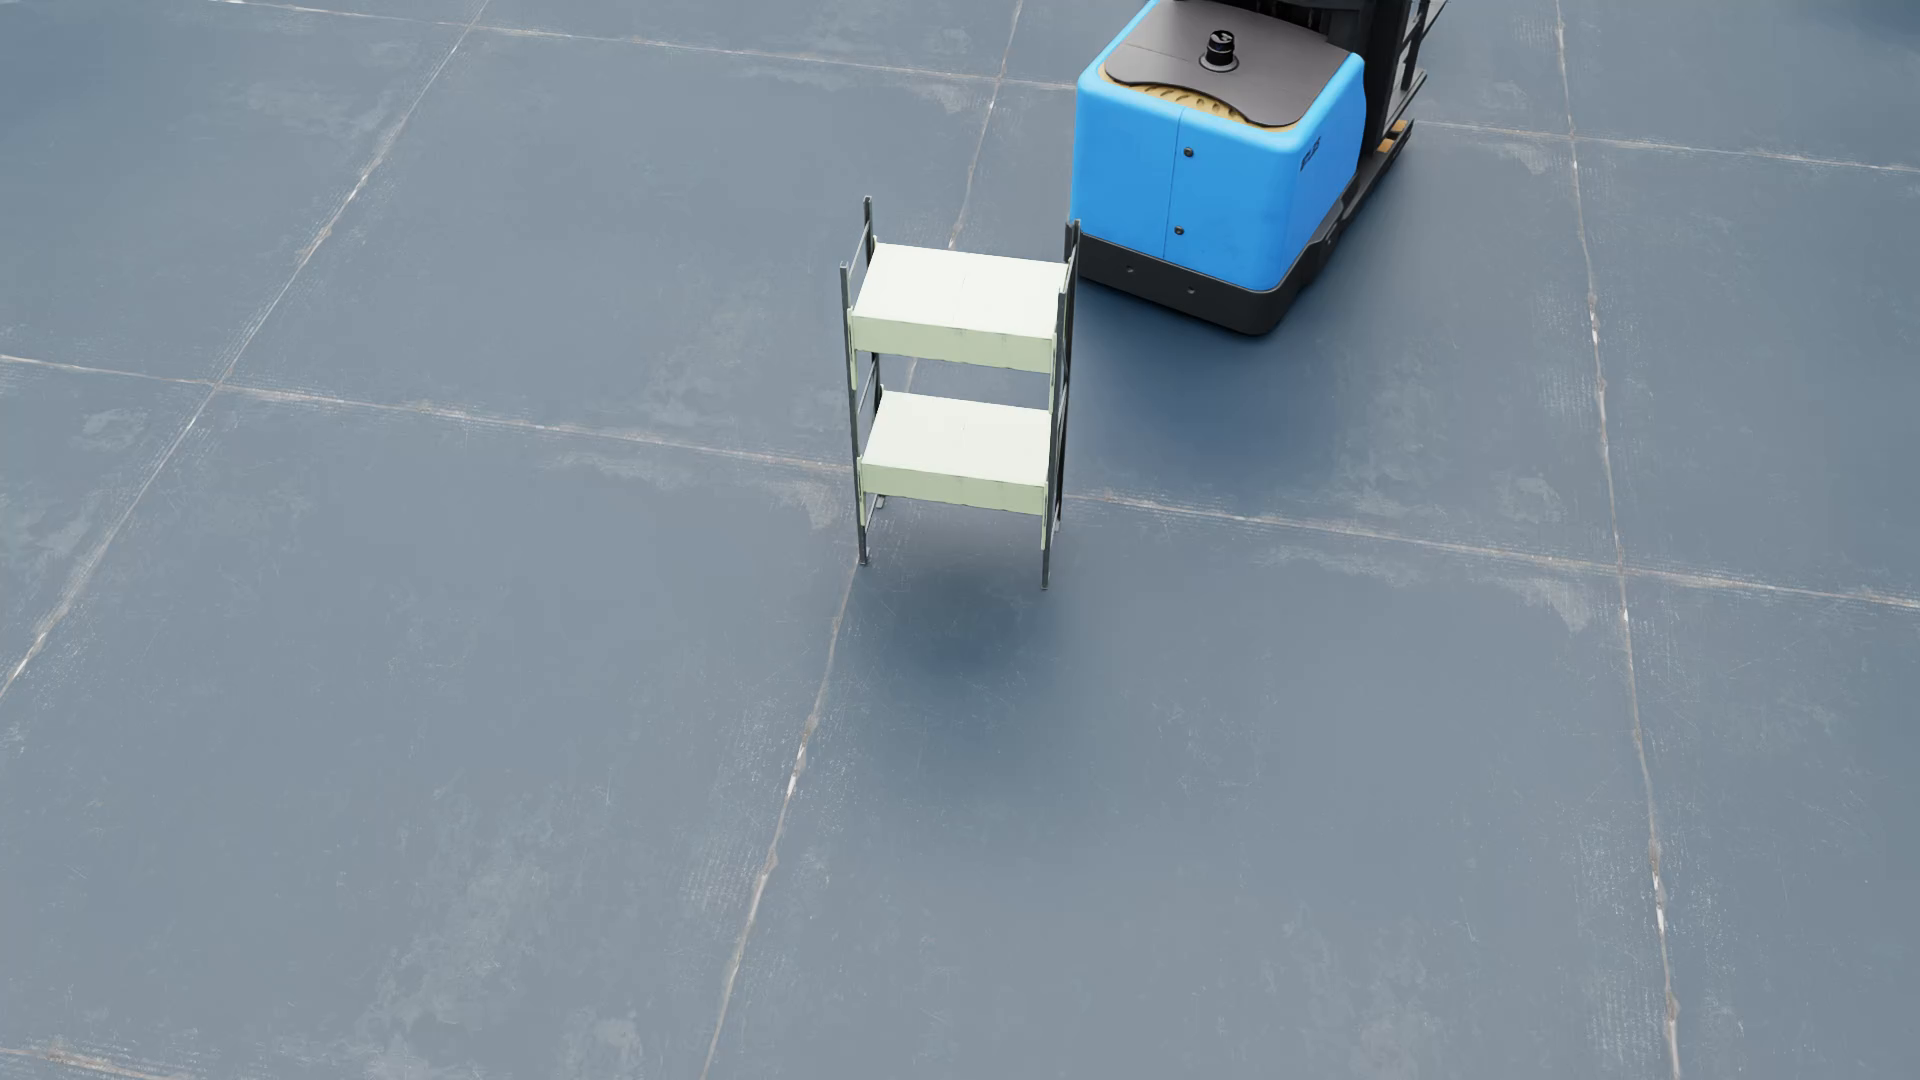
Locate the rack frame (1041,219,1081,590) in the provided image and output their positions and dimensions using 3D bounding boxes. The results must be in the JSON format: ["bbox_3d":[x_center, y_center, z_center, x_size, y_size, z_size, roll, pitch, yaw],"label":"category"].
[{"bbox_3d":[0.367,-0.452,6.120,0.023,1.500,0.400,8,49,7],"label":"rack frame"}]

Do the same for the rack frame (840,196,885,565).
[{"bbox_3d":[-0.354,-0.549,6.207,0.023,1.500,0.400,8,49,7],"label":"rack frame"}]

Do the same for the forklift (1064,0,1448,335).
[{"bbox_3d":[1.651,-2.994,7.442,1.130,2.935,3.031,23,52,19],"label":"forklift"}]

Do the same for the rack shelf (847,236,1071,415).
[{"bbox_3d":[0.007,-0.761,5.873,0.720,0.370,0.431,8,49,7],"label":"rack shelf"}]

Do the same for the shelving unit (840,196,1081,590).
[{"bbox_3d":[0.007,-0.500,6.163,0.755,1.500,0.431,8,49,7],"label":"shelving unit"}]

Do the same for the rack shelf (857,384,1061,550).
[{"bbox_3d":[0.007,-0.283,6.406,0.720,0.370,0.431,8,49,7],"label":"rack shelf"}]
